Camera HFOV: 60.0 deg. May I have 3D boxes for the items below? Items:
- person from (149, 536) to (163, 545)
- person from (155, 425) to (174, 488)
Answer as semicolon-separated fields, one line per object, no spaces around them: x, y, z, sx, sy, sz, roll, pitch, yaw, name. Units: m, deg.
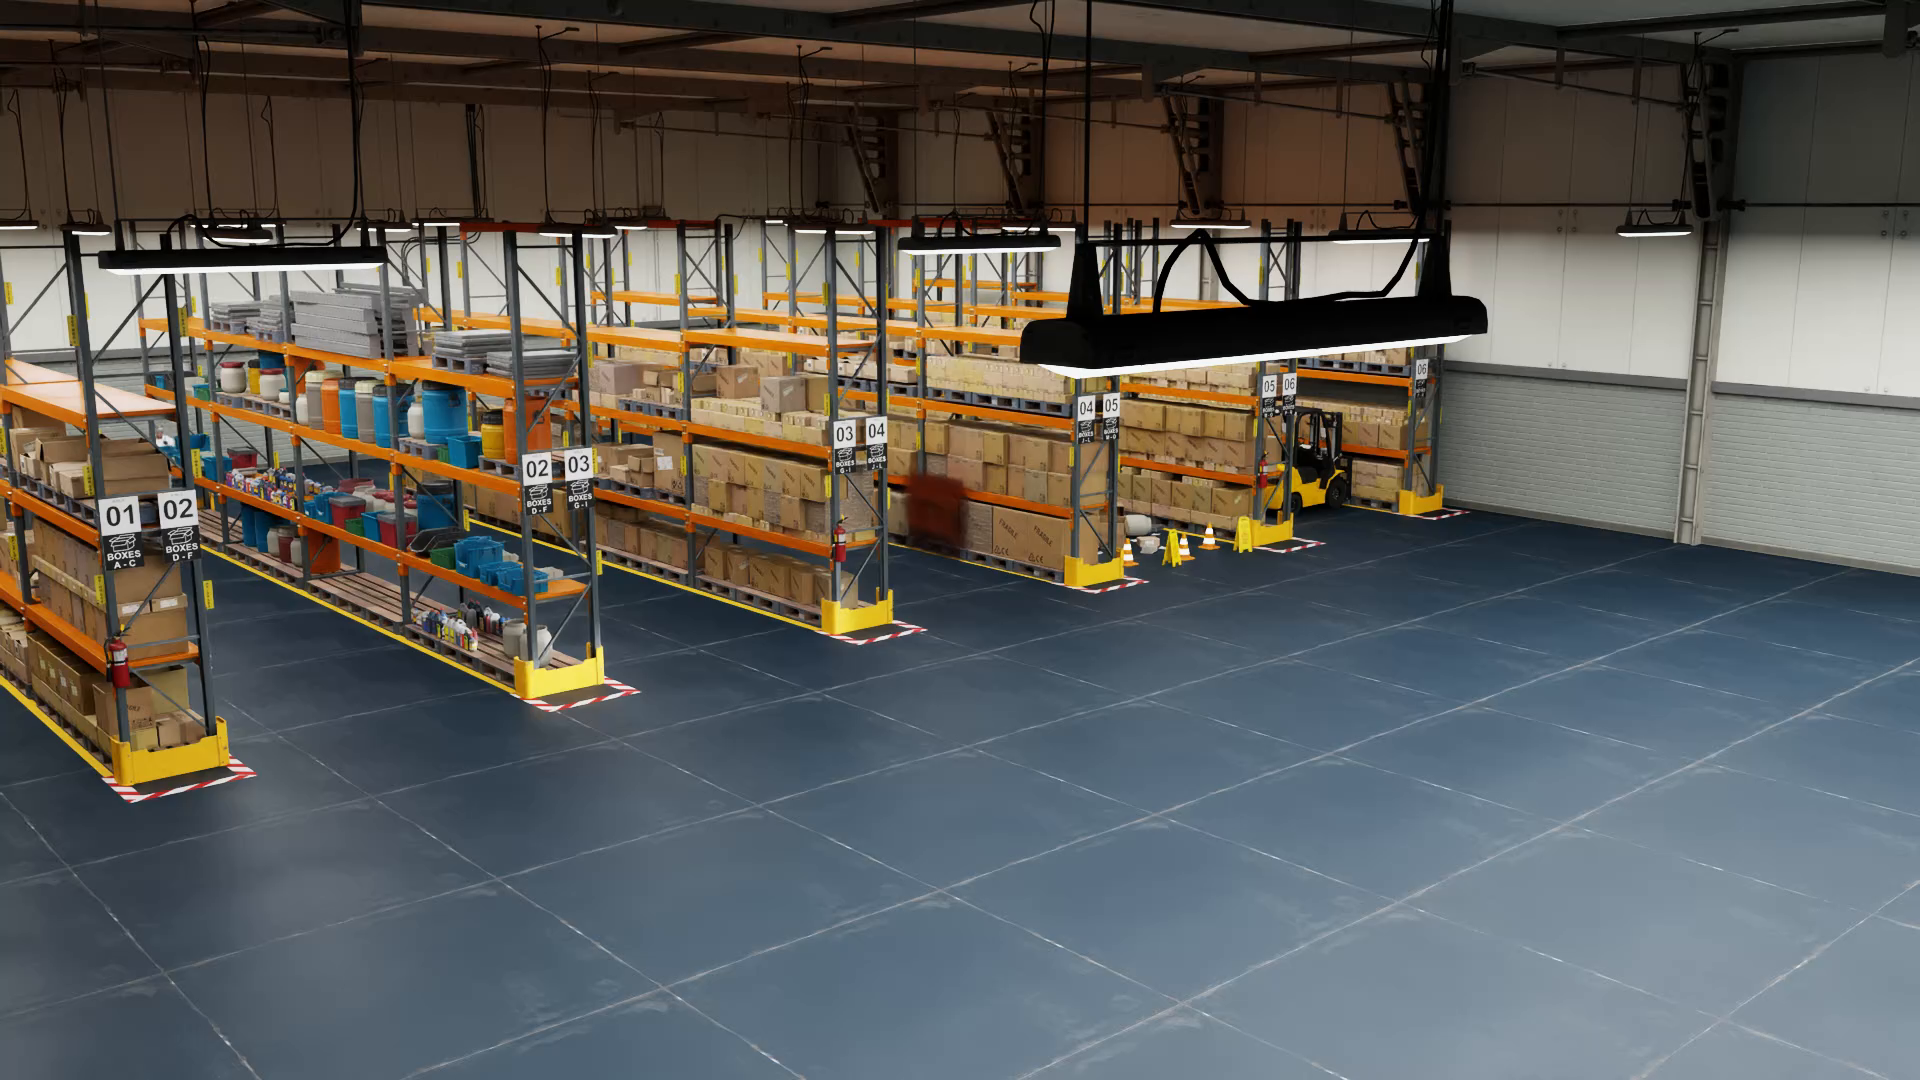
-13.672;-0.147;28.385;0.655;1.672;0.678;-7;14;-32;person
-17.074;-1.630;35.528;0.510;1.686;1.069;0;11;-1;person
